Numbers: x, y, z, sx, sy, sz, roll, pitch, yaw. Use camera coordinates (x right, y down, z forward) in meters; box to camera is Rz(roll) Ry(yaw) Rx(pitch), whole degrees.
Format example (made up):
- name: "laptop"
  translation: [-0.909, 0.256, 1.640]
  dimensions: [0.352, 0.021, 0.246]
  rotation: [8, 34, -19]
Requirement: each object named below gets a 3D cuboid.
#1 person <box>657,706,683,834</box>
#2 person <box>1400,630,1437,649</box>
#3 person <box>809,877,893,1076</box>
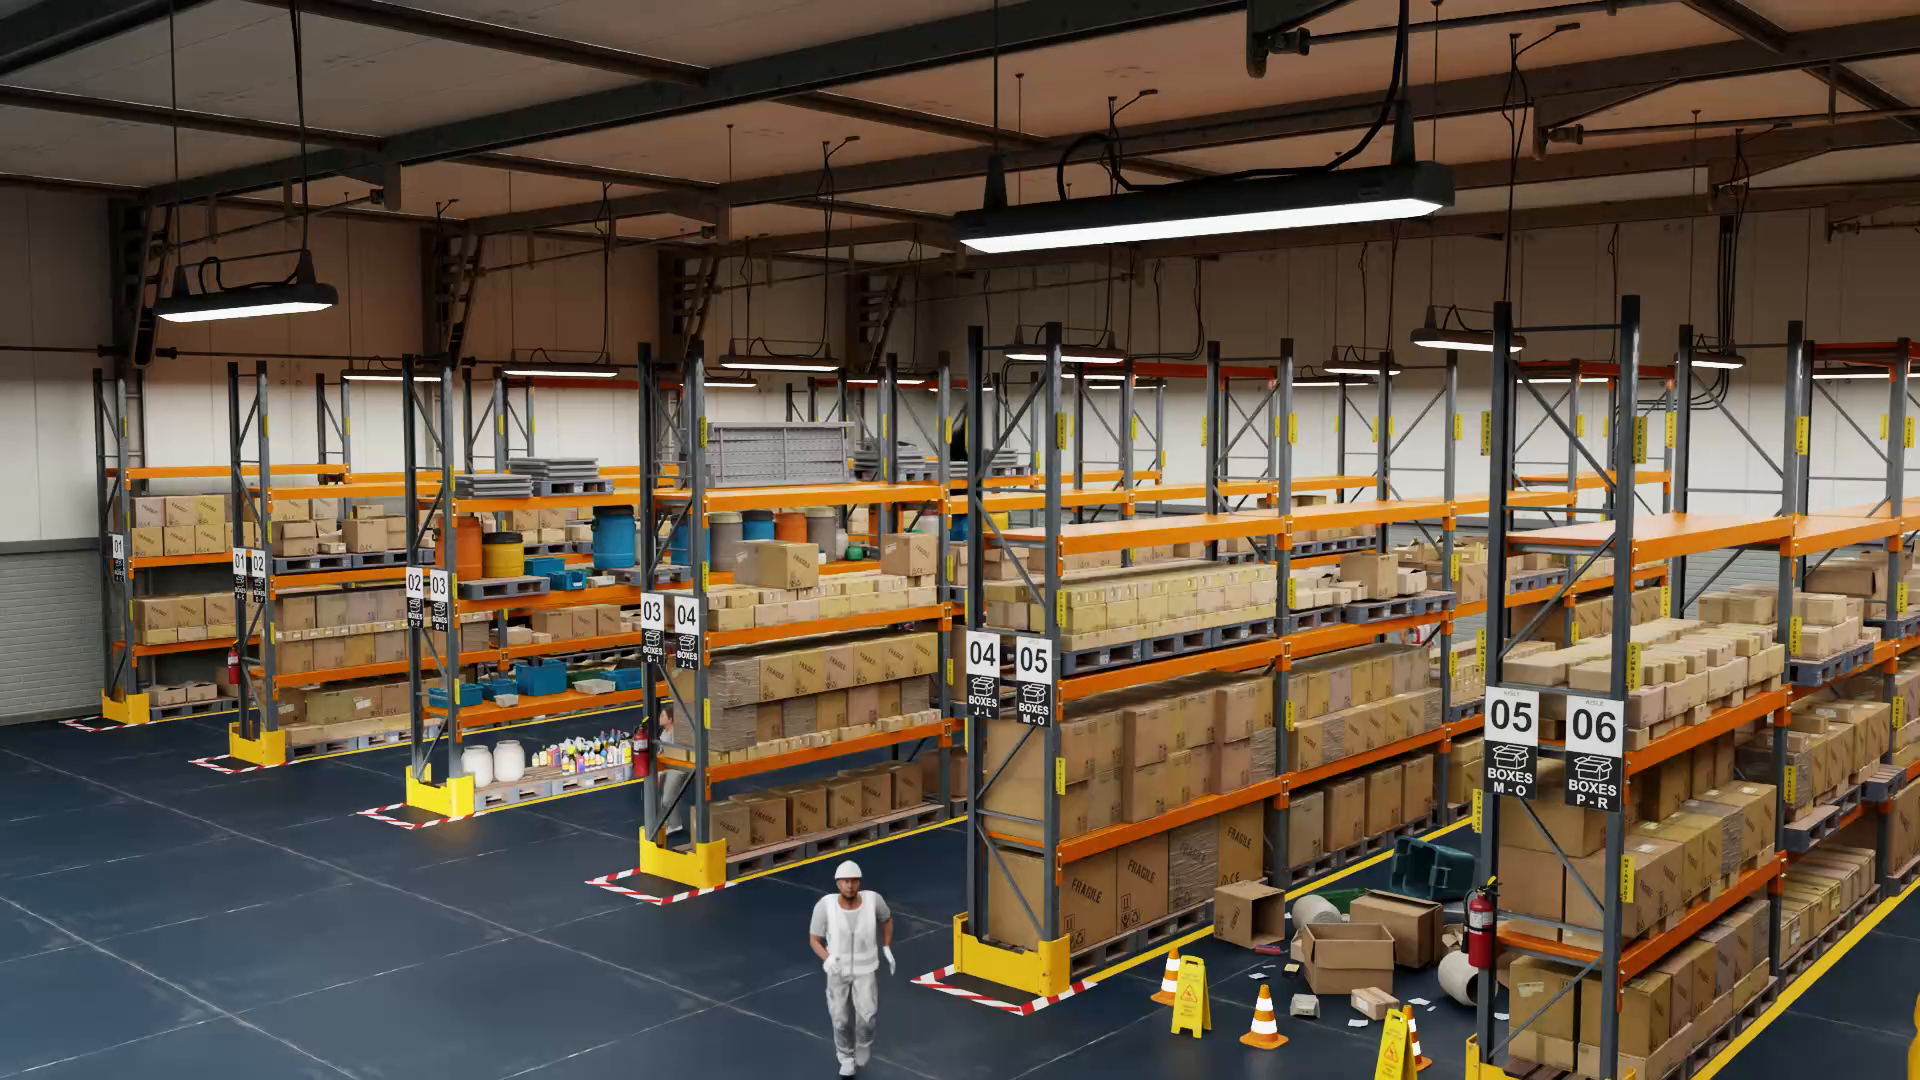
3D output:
- name: "person"
  translation: [-3.578, 2.840, 20.445]
  dimensions: [0.624, 1.626, 0.535]
  rotation: [4, 6, 41]
- name: "person"
  translation: [8.448, 2.059, 30.613]
  dimensions: [0.705, 1.706, 0.813]
  rotation: [-2, 5, -22]
- name: "person"
  translation: [-0.830, 3.359, 12.877]
  dimensions: [0.670, 1.696, 0.666]
  rotation: [-1, 4, -7]
